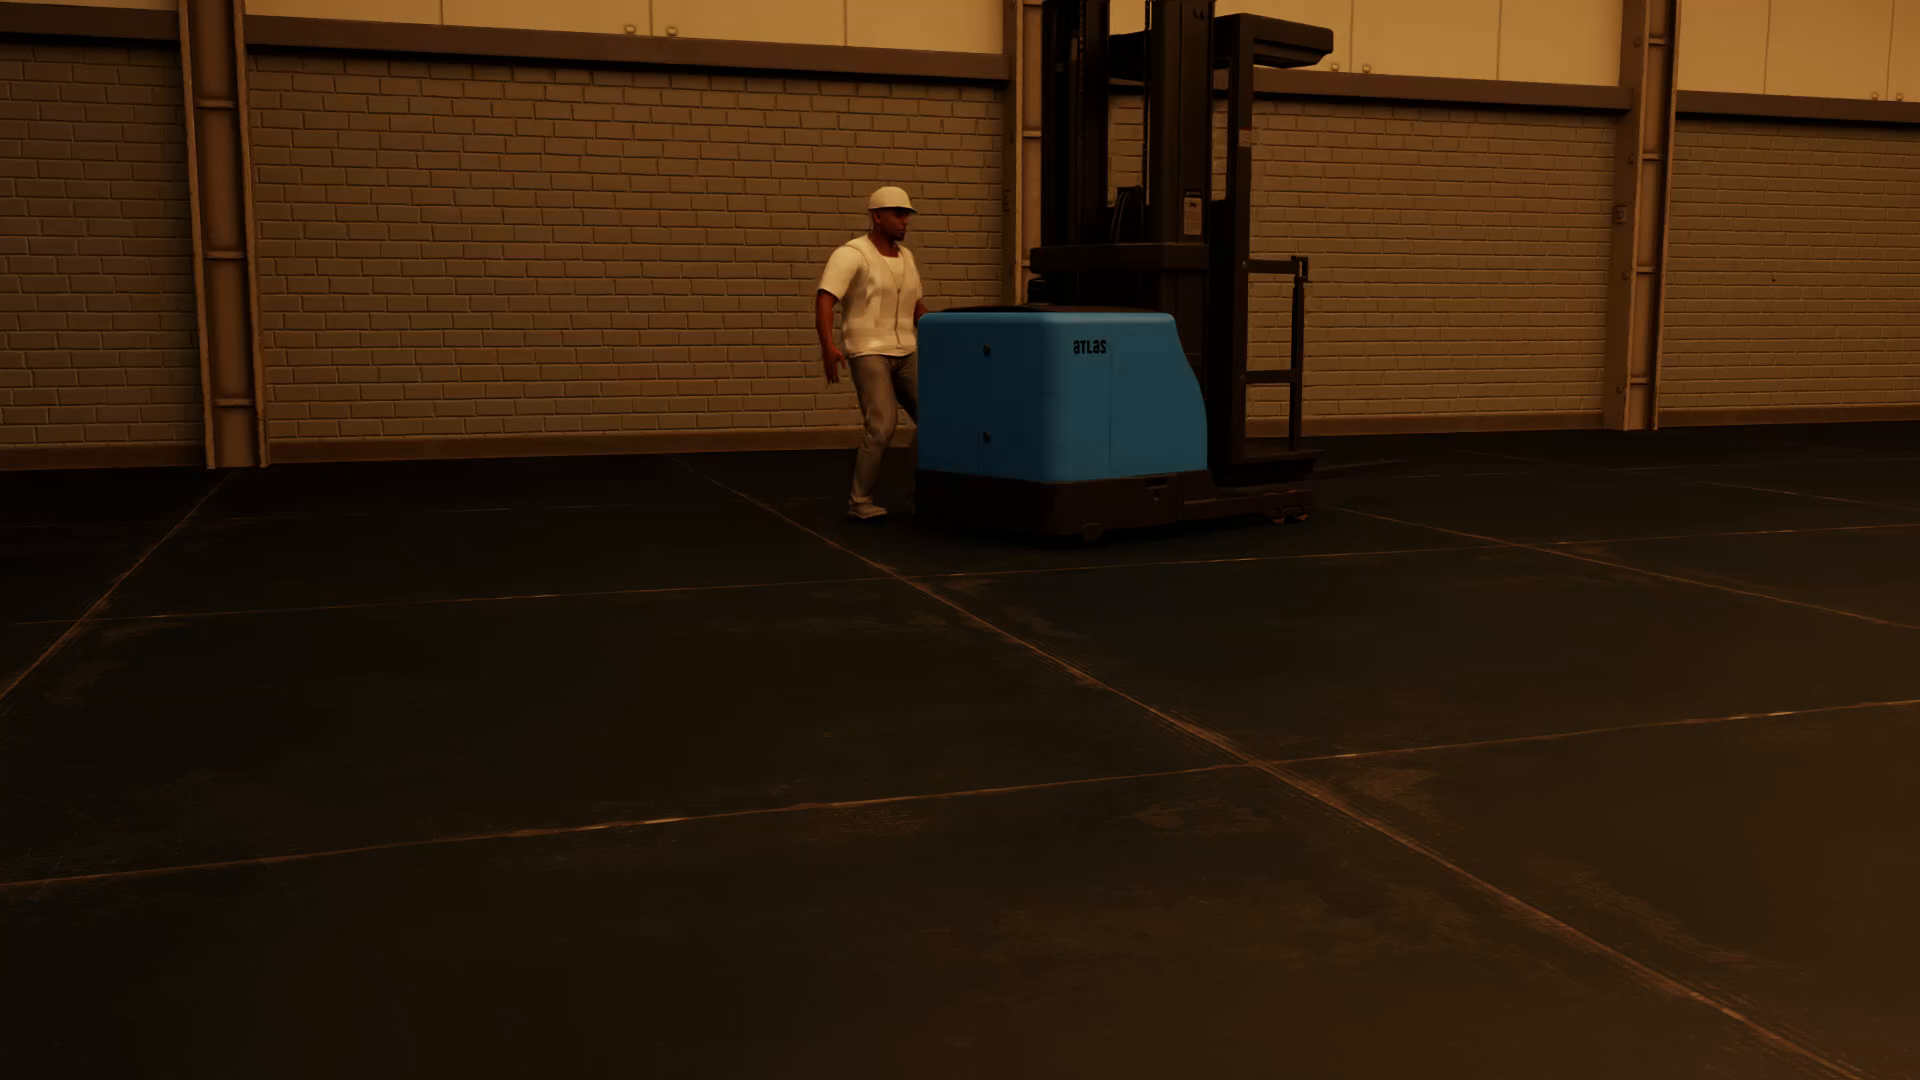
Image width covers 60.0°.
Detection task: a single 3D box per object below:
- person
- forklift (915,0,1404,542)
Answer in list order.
[{"bbox_3d":[-0.354,-0.954,8.610,0.476,1.728,0.875,7,11,43],"label":"person"},{"bbox_3d":[1.213,-1.583,8.685,3.031,2.935,1.130,-7,10,-41],"label":"forklift"}]
